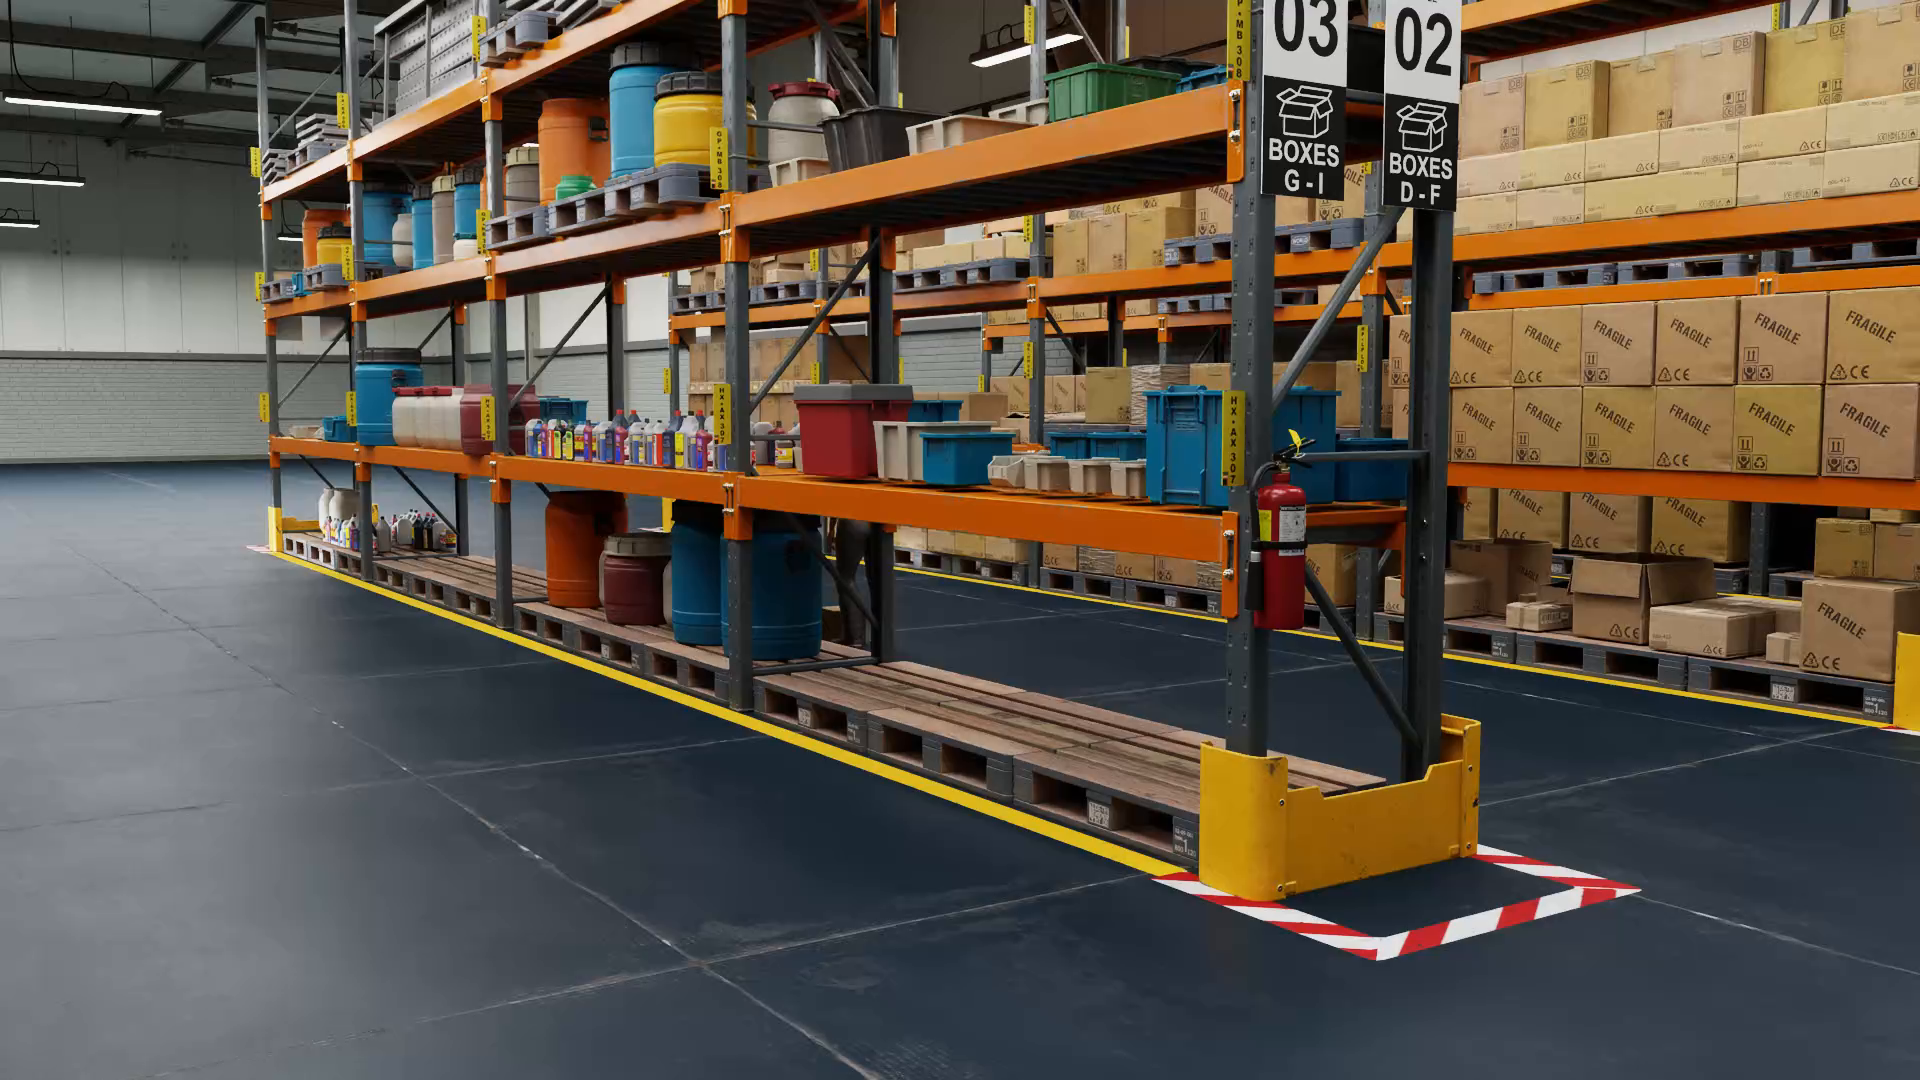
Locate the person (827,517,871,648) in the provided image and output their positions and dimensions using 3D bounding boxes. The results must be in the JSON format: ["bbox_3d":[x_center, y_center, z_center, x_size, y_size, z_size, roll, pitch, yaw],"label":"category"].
[{"bbox_3d":[-0.685,-0.079,11.553,0.507,1.655,0.350,-3,6,-34],"label":"person"}]
